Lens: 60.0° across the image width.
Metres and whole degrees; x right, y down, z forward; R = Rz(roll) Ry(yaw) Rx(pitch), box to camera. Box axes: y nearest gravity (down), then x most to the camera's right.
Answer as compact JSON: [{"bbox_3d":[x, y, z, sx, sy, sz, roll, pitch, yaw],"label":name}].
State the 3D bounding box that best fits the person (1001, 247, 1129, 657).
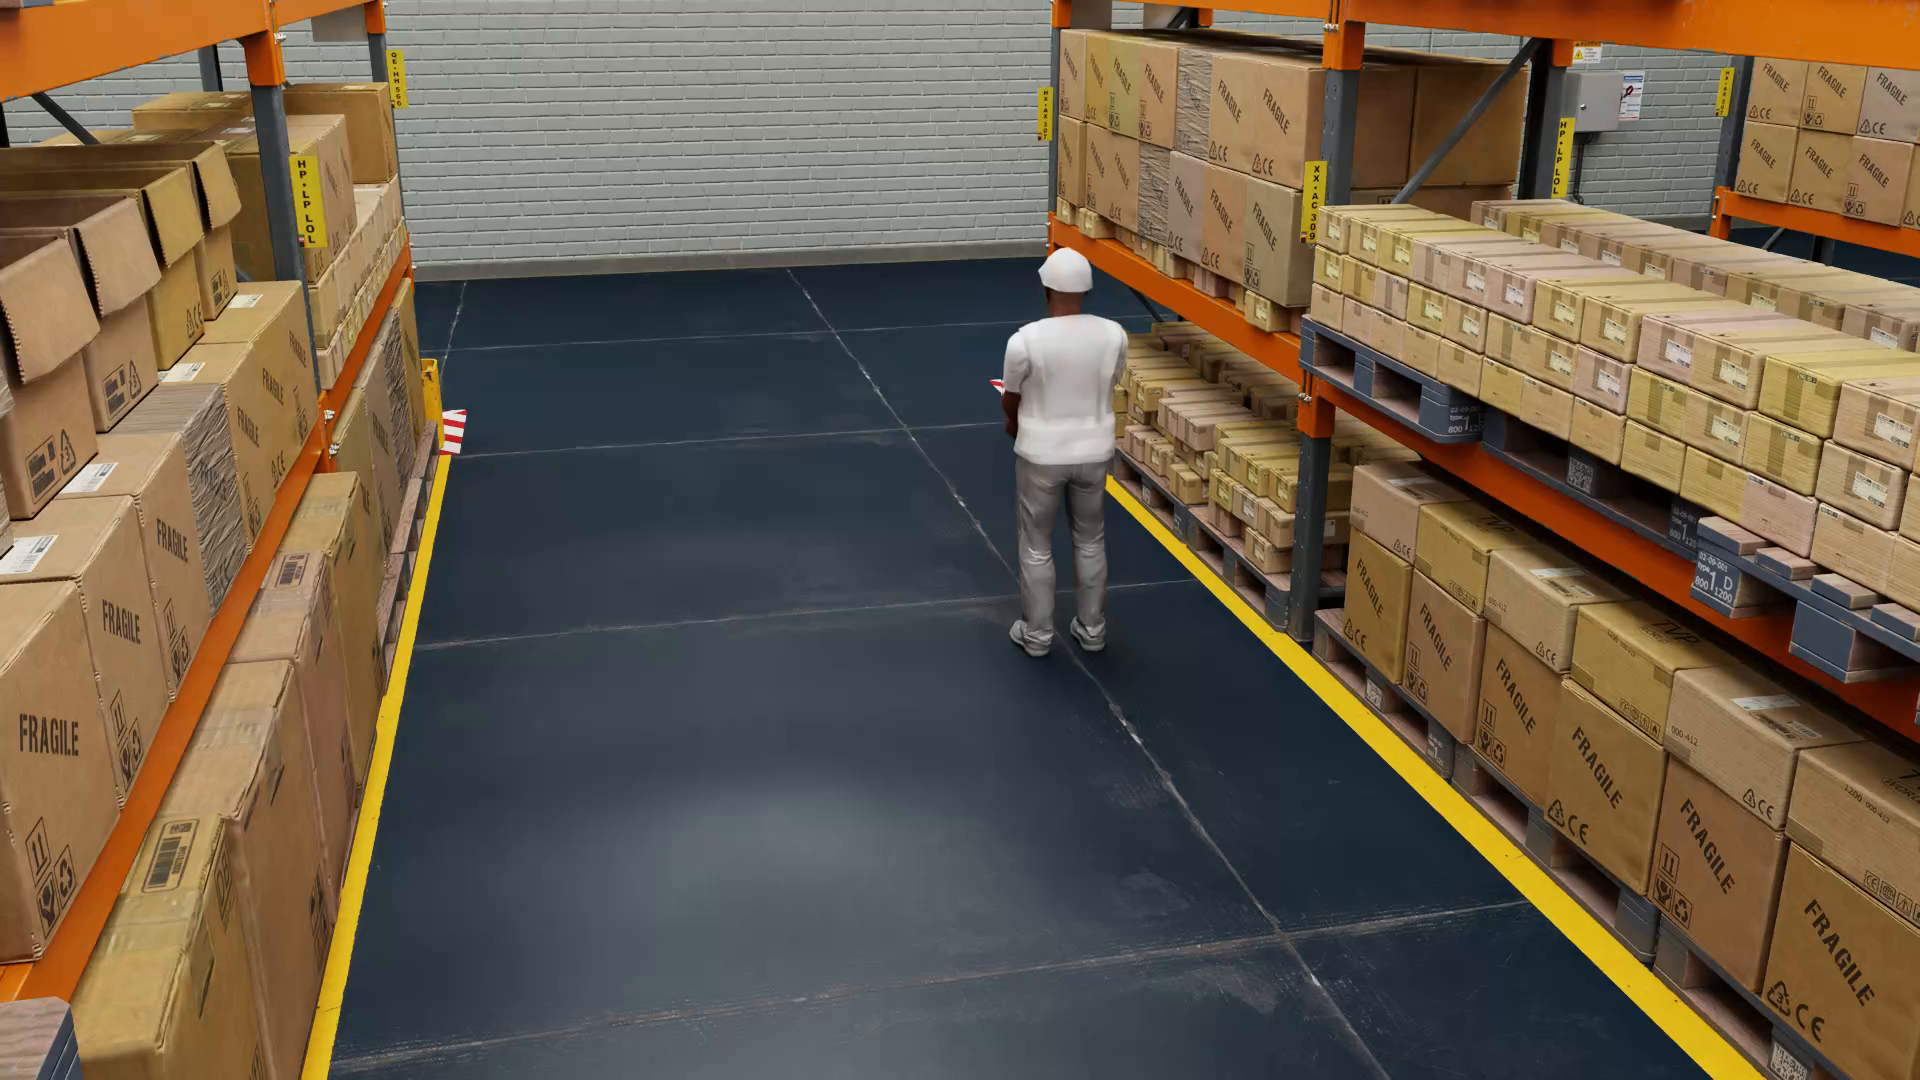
[{"bbox_3d":[0.411,-0.392,7.141,0.521,1.767,0.573,-5,20,-13],"label":"person"}]
